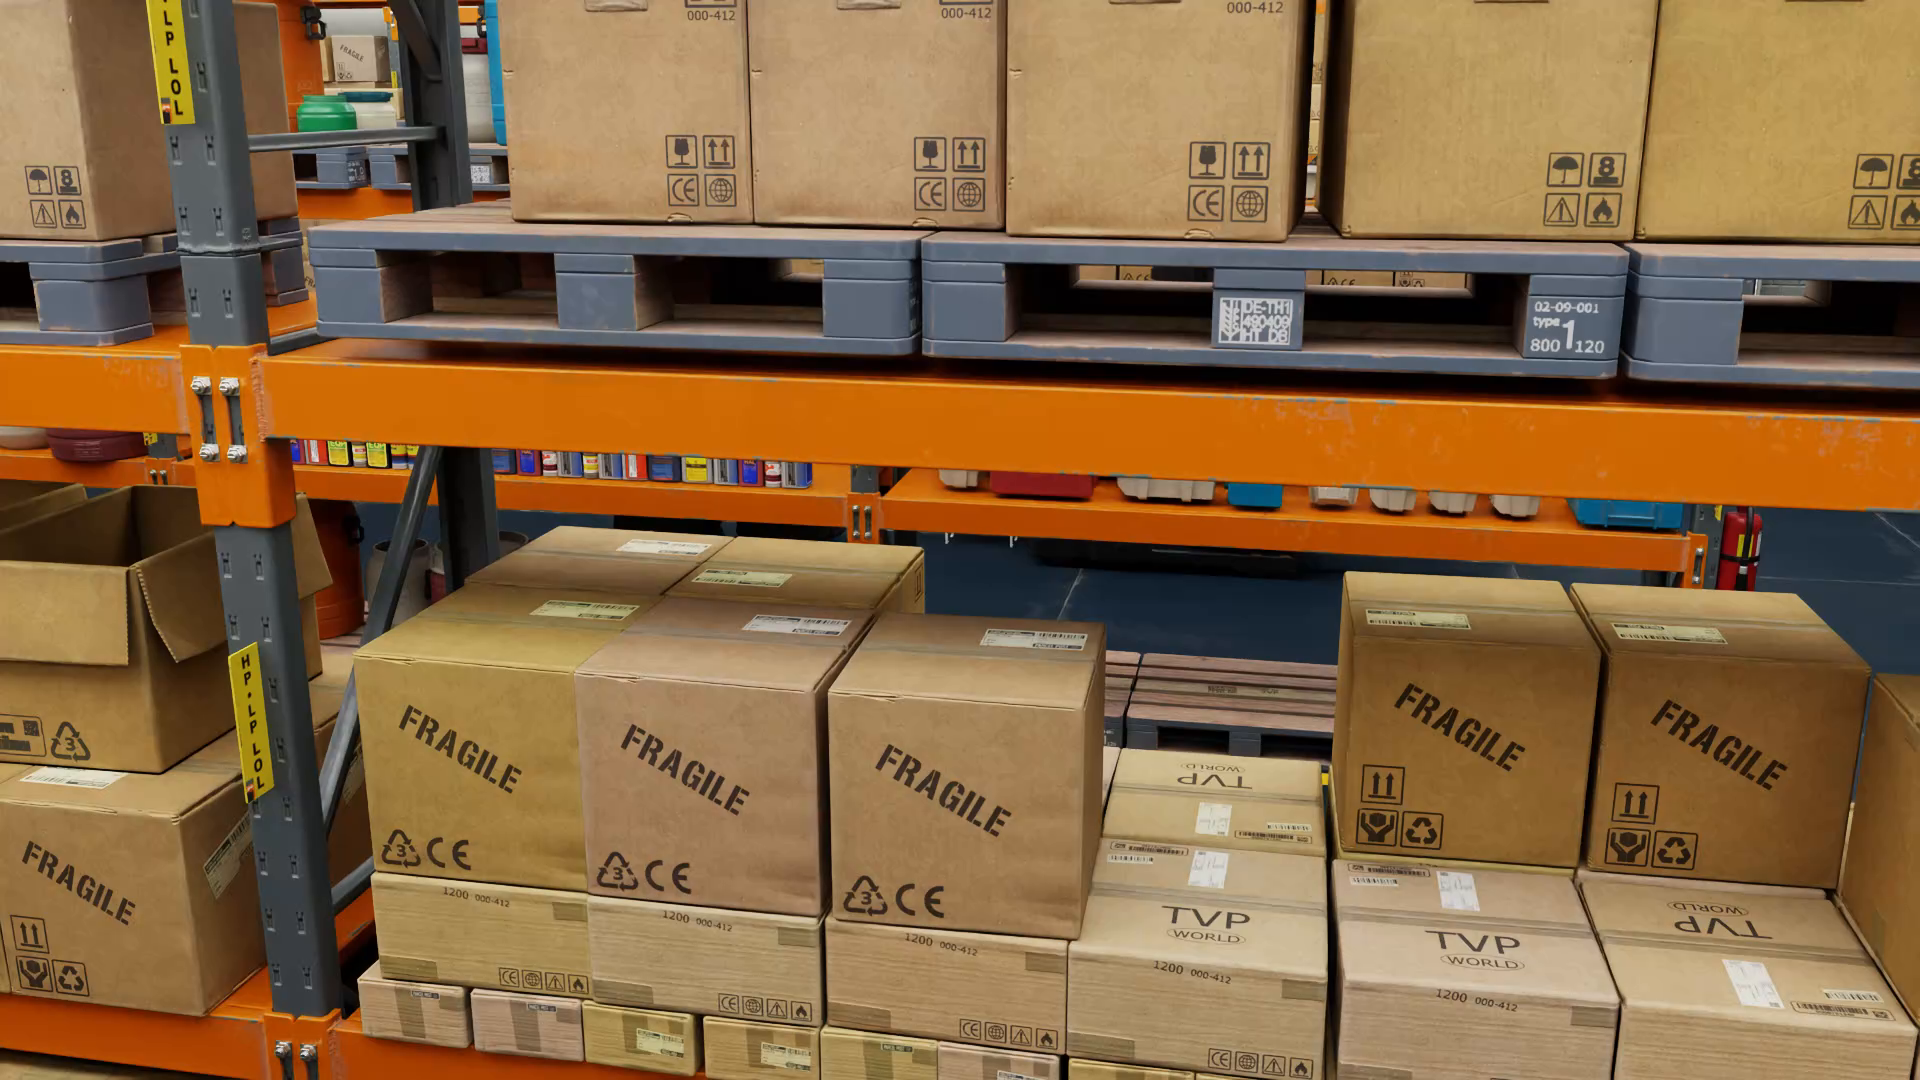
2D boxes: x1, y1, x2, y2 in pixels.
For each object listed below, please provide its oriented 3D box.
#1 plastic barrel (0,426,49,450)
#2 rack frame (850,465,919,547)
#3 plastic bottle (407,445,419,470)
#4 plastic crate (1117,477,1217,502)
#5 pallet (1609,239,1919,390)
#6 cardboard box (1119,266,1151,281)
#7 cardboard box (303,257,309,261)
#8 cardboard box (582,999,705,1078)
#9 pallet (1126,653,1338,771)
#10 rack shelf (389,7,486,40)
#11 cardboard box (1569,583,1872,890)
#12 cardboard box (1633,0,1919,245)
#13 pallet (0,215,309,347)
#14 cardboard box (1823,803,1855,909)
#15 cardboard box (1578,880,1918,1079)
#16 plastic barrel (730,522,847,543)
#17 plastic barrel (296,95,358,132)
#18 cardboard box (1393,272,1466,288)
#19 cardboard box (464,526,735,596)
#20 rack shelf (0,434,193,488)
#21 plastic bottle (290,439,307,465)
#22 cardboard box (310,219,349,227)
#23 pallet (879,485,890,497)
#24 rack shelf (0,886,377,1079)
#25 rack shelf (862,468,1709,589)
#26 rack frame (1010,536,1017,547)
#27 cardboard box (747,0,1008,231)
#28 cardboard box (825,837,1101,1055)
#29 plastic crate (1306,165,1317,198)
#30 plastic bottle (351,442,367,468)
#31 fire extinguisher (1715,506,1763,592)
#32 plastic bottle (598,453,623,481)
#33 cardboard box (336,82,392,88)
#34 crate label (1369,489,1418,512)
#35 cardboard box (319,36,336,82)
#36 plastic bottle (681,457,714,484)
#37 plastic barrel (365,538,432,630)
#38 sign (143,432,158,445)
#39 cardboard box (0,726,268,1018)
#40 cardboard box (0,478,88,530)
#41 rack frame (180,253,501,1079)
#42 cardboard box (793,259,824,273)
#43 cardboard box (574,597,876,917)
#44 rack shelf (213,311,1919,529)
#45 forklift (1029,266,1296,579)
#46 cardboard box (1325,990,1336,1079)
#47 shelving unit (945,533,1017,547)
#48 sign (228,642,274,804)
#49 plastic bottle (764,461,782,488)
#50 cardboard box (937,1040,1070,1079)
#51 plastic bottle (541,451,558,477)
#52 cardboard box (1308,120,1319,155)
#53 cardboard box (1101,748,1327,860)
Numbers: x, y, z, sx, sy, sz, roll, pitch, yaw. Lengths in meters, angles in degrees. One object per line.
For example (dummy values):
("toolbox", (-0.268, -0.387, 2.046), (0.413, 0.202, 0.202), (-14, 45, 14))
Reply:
("plastic barrel", (-5.363, -0.802, 9.559), (0.421, 0.512, 0.421), (0, 15, 0))
("rack frame", (-0.392, -0.537, 8.810), (0.127, 3.000, 1.000), (3, 16, 11))
("plastic bottle", (-2.939, -0.517, 8.982), (0.097, 0.271, 0.097), (0, 15, 0))
("plastic crate", (1.067, -0.379, 8.351), (0.530, 0.282, 0.437), (3, 16, 11))
("pallet", (1.811, -0.468, 3.109), (1.213, 0.211, 1.003), (3, 16, 11))
("cardboard box", (1.510, -2.236, 12.886), (0.500, 0.500, 0.500), (3, 16, 9))
("cardboard box", (-5.976, -2.233, 14.746), (0.500, 0.500, 0.500), (4, 16, 15))
("cardboard box", (-0.640, 1.011, 3.695), (0.250, 0.149, 0.380), (4, 16, 13))
("pallet", (1.535, 0.900, 8.846), (1.213, 0.211, 1.003), (3, 16, 11))
("rack shelf", (-4.298, -5.799, 18.667), (4.000, 0.370, 1.077), (3, 16, 11))
("cardboard box", (1.634, 0.417, 3.688), (0.500, 0.500, 0.500), (3, 16, 10))
("cardboard box", (1.493, -0.848, 3.153), (0.500, 0.500, 0.700), (3, 16, 9))
("pallet", (-2.288, -0.630, 3.887), (1.217, 0.209, 0.805), (2, 16, 9))
("cardboard box", (2.124, 0.805, 3.692), (0.500, 0.250, 0.500), (3, 16, 10))
("cardboard box", (1.516, 0.917, 3.285), (0.500, 0.250, 0.500), (3, 16, 10))
("plastic barrel", (-0.922, 0.239, 9.155), (0.708, 0.901, 0.600), (3, 16, 11))
("plastic barrel", (-3.320, -2.206, 8.722), (0.294, 0.245, 0.294), (0, 15, 0))
("cardboard box", (3.532, -2.128, 12.495), (0.500, 0.500, 0.500), (4, 16, 13))
("cardboard box", (-0.876, 0.281, 4.177), (0.500, 0.500, 0.500), (4, 16, 13))
("rack shelf", (-6.272, -0.509, 10.059), (4.000, 0.370, 1.077), (3, 16, 11))
("plastic bottle", (-3.640, -0.556, 9.099), (0.133, 0.283, 0.061), (3, 16, 11))
("cardboard box", (-7.273, -3.822, 19.509), (0.500, 0.500, 0.500), (3, 16, 11))
("pallet", (-0.206, -0.522, 13.980), (1.213, 0.211, 1.003), (3, 16, 11))
("rack shelf", (-3.339, 0.999, 4.613), (4.000, 0.370, 1.077), (3, 16, 11))
("rack shelf", (1.567, -0.084, 8.522), (4.000, 0.370, 1.077), (3, 16, 11))
("rack frame", (0.401, -0.556, 12.253), (0.015, 1.200, 0.240), (3, 16, 11))
("cardboard box", (-0.074, -0.930, 3.449), (0.500, 0.500, 0.700), (4, 16, 14))
("cardboard box", (0.024, 0.835, 3.581), (0.500, 0.250, 0.500), (4, 16, 12))
("plastic crate", (1.453, -1.687, 7.839), (0.530, 0.136, 0.437), (3, 16, 11))
("plastic bottle", (-3.260, -0.501, 9.054), (0.097, 0.201, 0.097), (0, 15, 0))
("fire extinguisher", (3.585, 0.020, 7.644), (0.183, 0.674, 0.296), (3, 16, 11))
("plastic bottle", (-1.827, -0.467, 8.790), (0.135, 0.276, 0.152), (3, 16, 11))
("cardboard box", (-6.804, -5.020, 19.150), (0.500, 0.500, 0.500), (4, 16, 13))
("crate label", (2.133, -0.249, 8.155), (0.243, 0.136, 0.396), (3, 16, 11))
("cardboard box", (-7.345, -5.521, 19.089), (0.500, 0.500, 0.500), (4, 16, 14))
("plastic bottle", (-1.358, -0.476, 8.684), (0.185, 0.351, 0.144), (3, 16, 11))
("plastic barrel", (-3.258, 0.275, 9.753), (0.421, 0.512, 0.421), (0, 15, 0))
("sign", (-4.415, -0.684, 9.036), (0.005, 0.325, 0.100), (3, 16, 11))
("cardboard box", (-1.892, 0.757, 3.951), (0.500, 0.500, 0.500), (3, 16, 11))
("cardboard box", (-2.677, 0.156, 4.243), (0.637, 0.503, 0.797), (3, 16, 12))
("rack frame", (-1.379, 0.759, 4.133), (0.127, 3.000, 1.000), (3, 16, 11))
("cardboard box", (-1.145, -2.161, 13.699), (0.500, 0.500, 0.700), (-1, 16, -3))
("cardboard box", (-0.480, 0.447, 3.578), (0.500, 0.500, 0.500), (3, 16, 11))
("rack shelf", (0.580, -0.233, 3.444), (4.000, 0.370, 1.077), (3, 16, 11))
("forklift", (2.060, -1.296, 11.679), (3.031, 2.935, 1.130), (3, 16, 10))
("cardboard box", (0.870, 1.092, 3.400), (0.250, 0.149, 0.380), (3, 16, 11))
("shelving unit", (0.162, -0.569, 12.300), (0.503, 1.200, 0.258), (3, 16, 11))
("sign", (-1.478, 0.382, 3.475), (0.005, 0.325, 0.100), (3, 16, 11))
("plastic bottle", (-0.962, -0.376, 8.604), (0.097, 0.201, 0.097), (0, 15, 0))
("cardboard box", (0.114, 1.052, 3.547), (0.250, 0.149, 0.380), (3, 16, 12))
("plastic bottle", (-2.174, -0.442, 8.841), (0.097, 0.201, 0.097), (0, 15, 0))
("cardboard box", (2.495, -3.035, 12.490), (0.500, 0.250, 0.500), (3, 16, 11))
("cardboard box", (0.609, 0.725, 3.981), (0.500, 0.250, 0.500), (3, 16, 10))
